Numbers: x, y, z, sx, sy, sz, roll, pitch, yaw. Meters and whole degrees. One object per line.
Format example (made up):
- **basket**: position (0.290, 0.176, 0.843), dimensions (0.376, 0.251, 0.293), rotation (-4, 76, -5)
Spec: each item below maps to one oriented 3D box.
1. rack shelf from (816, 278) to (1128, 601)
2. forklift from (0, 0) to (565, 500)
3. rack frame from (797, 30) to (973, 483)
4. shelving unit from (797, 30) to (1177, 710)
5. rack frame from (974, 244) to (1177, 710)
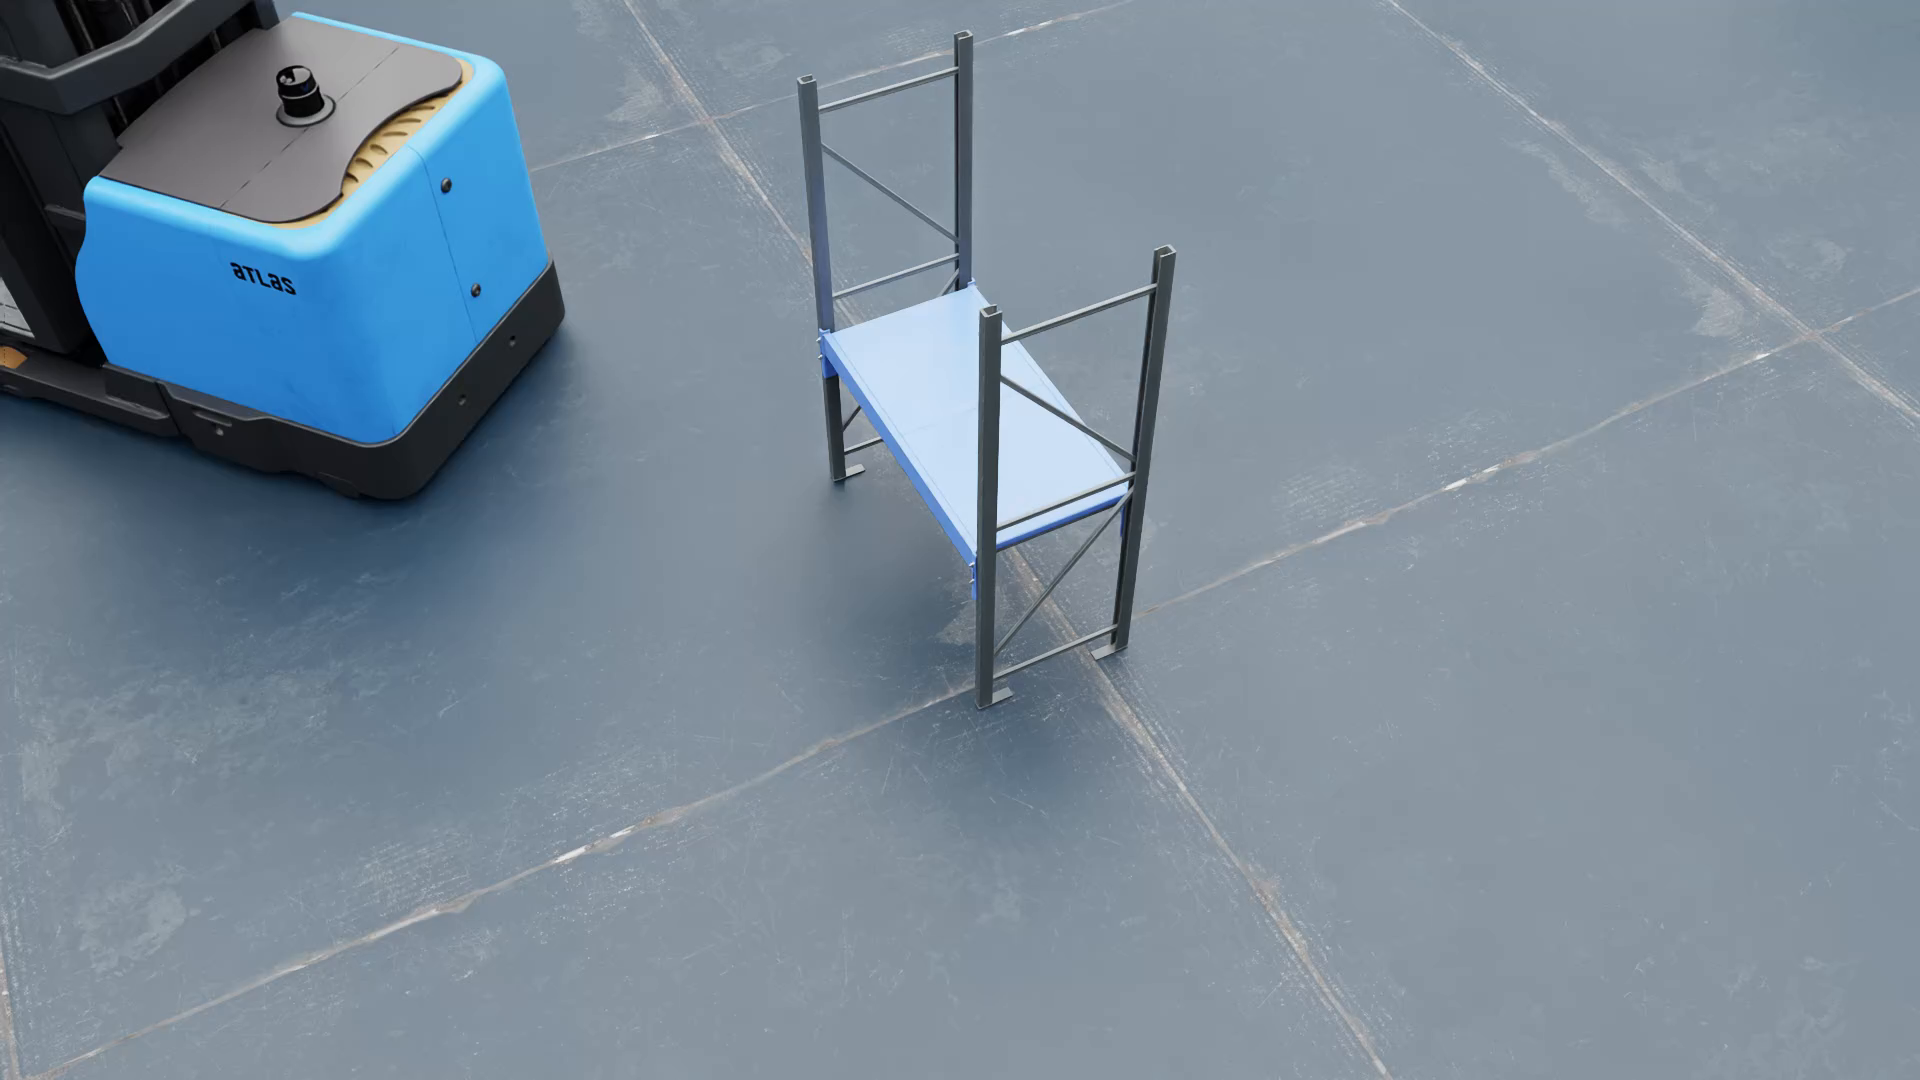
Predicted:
- **rack shelf**: position (0.039, -0.318, 4.771), dimensions (0.538, 0.185, 1.000), rotation (-21, 52, -18)
- **forklift**: position (-2.957, -1.811, 4.887), dimensions (3.031, 2.935, 1.130), rotation (17, 51, 14)
- **rack frame**: position (-0.194, -0.777, 4.933), dimensions (0.500, 1.500, 0.032), rotation (-21, 52, -18)
- **shelving unit**: position (0.039, -0.437, 4.636), dimensions (0.538, 1.500, 1.048), rotation (-21, 52, -18)
- **rack frame**: position (0.272, -0.096, 4.338), dimensions (0.500, 1.500, 0.032), rotation (-21, 52, -18)
